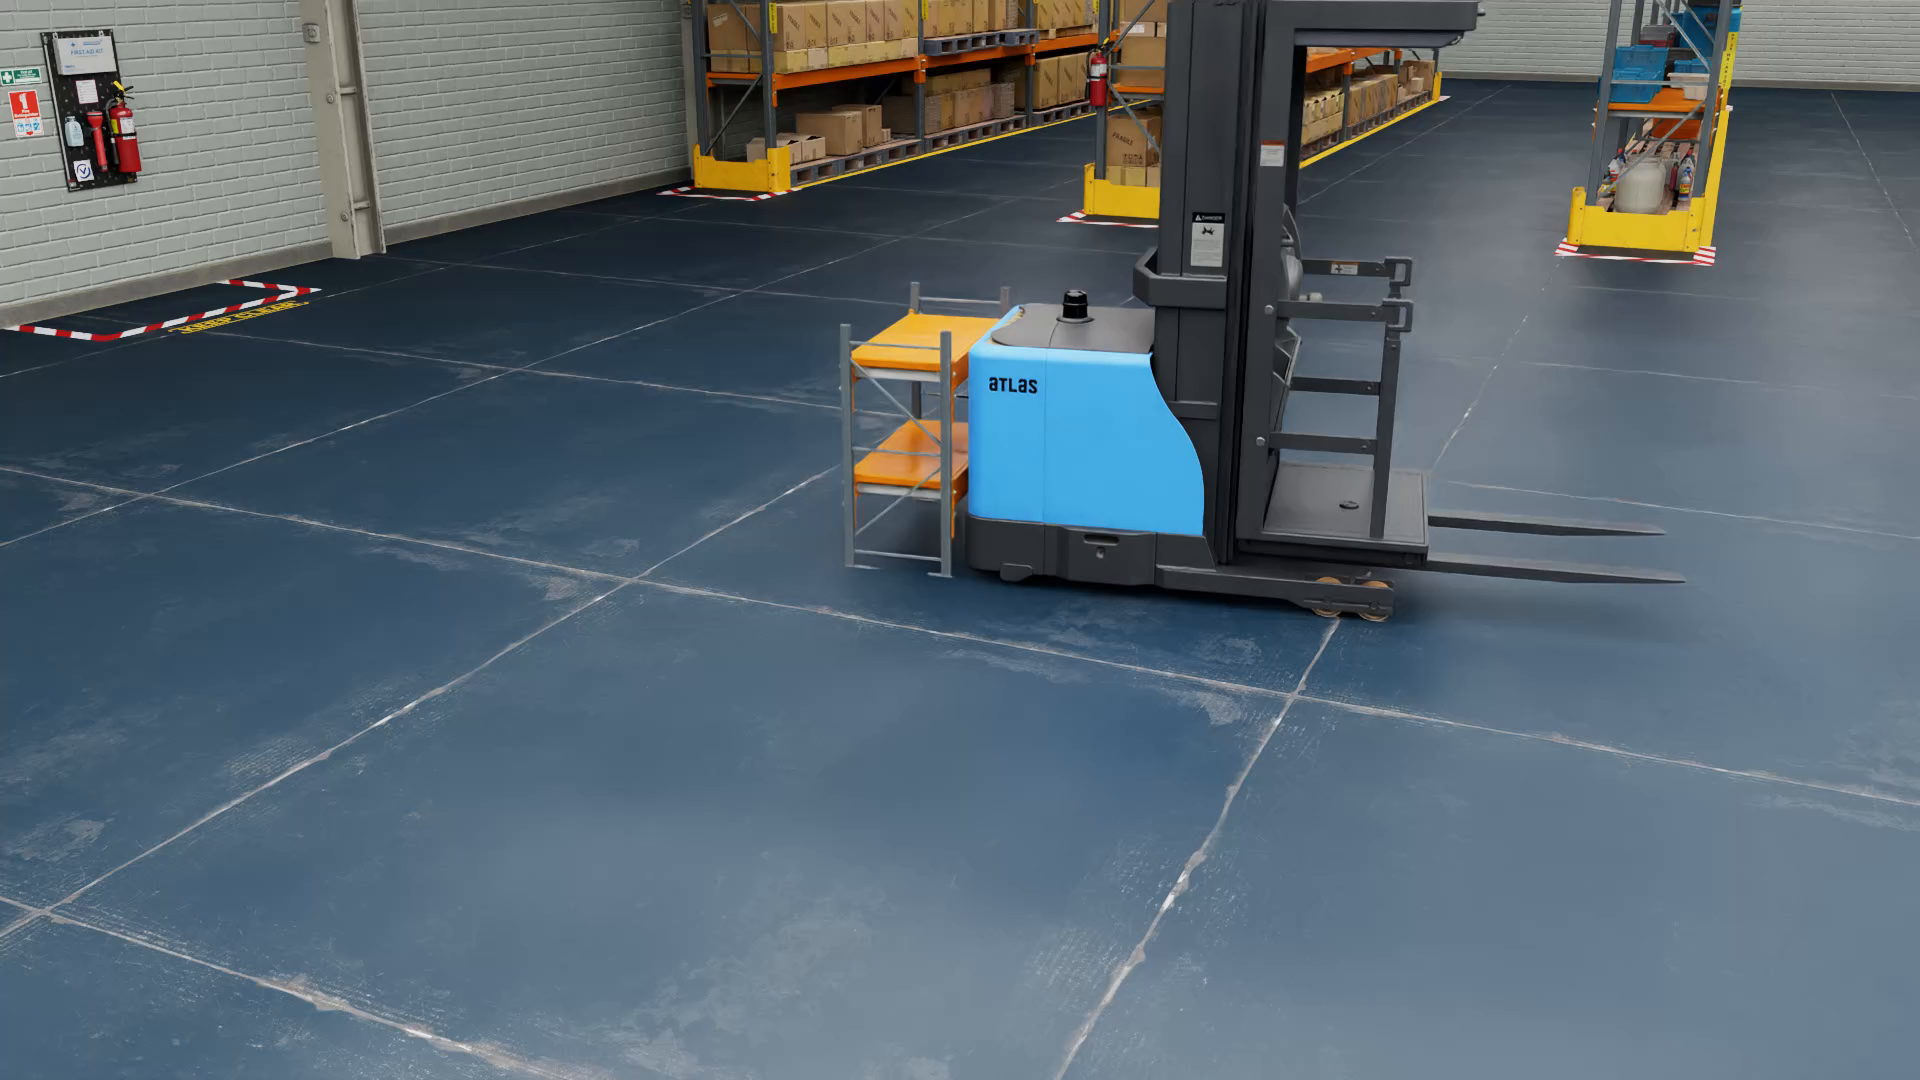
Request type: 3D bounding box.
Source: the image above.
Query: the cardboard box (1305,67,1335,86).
[{"bbox_3d":[5.378,-7.043,25.251,0.500,0.250,0.500,9,22,25],"label":"cardboard box"}]

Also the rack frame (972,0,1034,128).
[{"bbox_3d":[0.669,-8.003,25.995,1.000,3.000,0.127,9,21,23],"label":"rack frame"}]

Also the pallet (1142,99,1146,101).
[{"bbox_3d":[3.188,-8.508,31.577,1.003,0.211,1.213,9,21,23],"label":"pallet"}]

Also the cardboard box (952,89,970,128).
[{"bbox_3d":[-0.271,-6.352,24.428,0.700,0.500,0.500,9,21,23],"label":"cardboard box"}]

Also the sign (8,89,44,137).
[{"bbox_3d":[-6.934,-3.168,12.346,0.001,0.329,0.234,9,21,23],"label":"sign"}]

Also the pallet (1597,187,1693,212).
[{"bbox_3d":[7.258,-3.533,17.588,1.003,0.211,1.213,9,21,23],"label":"pallet"}]

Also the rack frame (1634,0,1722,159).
[{"bbox_3d":[9.707,-6.644,22.173,1.000,3.000,0.127,9,21,23],"label":"rack frame"}]

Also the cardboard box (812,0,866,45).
[{"bbox_3d":[-1.508,-6.420,20.620,0.500,0.500,0.500,9,22,24],"label":"cardboard box"}]

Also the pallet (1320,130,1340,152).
[{"bbox_3d":[4.817,-5.764,23.862,1.003,0.211,1.213,9,21,23],"label":"pallet"}]

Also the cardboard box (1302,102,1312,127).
[{"bbox_3d":[4.369,-5.671,22.078,0.500,0.311,0.500,8,21,21],"label":"cardboard box"}]

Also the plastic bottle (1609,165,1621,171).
[{"bbox_3d":[6.968,-3.859,17.752,0.152,0.276,0.135,8,21,21],"label":"plastic bottle"}]

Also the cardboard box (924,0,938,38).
[{"bbox_3d":[-0.729,-7.185,22.891,0.700,0.500,0.500,9,21,23],"label":"cardboard box"}]

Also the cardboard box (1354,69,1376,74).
[{"bbox_3d":[6.802,-7.790,28.470,0.500,0.500,0.500,9,21,23],"label":"cardboard box"}]

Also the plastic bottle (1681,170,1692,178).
[{"bbox_3d":[7.598,-3.736,17.413,0.097,0.271,0.097,0,20,0],"label":"plastic bottle"}]

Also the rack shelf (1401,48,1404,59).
[{"bbox_3d":[7.647,-8.820,29.365,1.077,0.370,4.000,9,21,23],"label":"rack shelf"}]

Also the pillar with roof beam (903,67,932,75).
[{"bbox_3d":[3.275,-9.960,22.546,9.100,9.000,0.400,9,21,23],"label":"pillar with roof beam"}]

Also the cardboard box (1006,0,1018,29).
[{"bbox_3d":[0.486,-8.112,25.497,0.700,0.500,0.500,6,20,16],"label":"cardboard box"}]

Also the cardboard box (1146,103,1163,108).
[{"bbox_3d":[2.464,-4.800,19.346,0.500,0.500,0.500,9,21,23],"label":"cardboard box"}]

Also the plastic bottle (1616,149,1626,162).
[{"bbox_3d":[7.360,-4.190,18.571,0.144,0.351,0.185,9,22,24],"label":"plastic bottle"}]

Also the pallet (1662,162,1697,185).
[{"bbox_3d":[8.356,-4.352,19.892,1.003,0.211,1.213,9,21,23],"label":"pallet"}]

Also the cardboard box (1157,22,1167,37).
[{"bbox_3d":[2.271,-5.322,17.340,0.380,0.149,0.250,8,21,22],"label":"cardboard box"}]

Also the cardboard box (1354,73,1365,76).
[{"bbox_3d":[6.407,-7.462,27.549,0.500,0.500,0.500,8,21,20],"label":"cardboard box"}]

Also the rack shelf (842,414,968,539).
[{"bbox_3d":[-0.140,-0.320,7.920,0.538,0.278,1.000,6,20,15],"label":"rack shelf"}]

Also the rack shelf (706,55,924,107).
[{"bbox_3d":[-1.788,-5.830,20.959,1.077,0.370,4.000,9,21,23],"label":"rack shelf"}]

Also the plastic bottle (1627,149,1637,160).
[{"bbox_3d":[7.492,-4.170,18.516,0.144,0.351,0.185,9,21,23],"label":"plastic bottle"}]

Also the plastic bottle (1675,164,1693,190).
[{"bbox_3d":[7.788,-3.902,17.872,0.152,0.276,0.135,9,21,24],"label":"plastic bottle"}]

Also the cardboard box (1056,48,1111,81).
[{"bbox_3d":[2.159,-8.194,29.115,0.750,0.750,0.750,9,21,23],"label":"cardboard box"}]

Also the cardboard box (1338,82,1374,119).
[{"bbox_3d":[6.056,-6.767,25.595,0.500,0.500,0.500,8,21,22],"label":"cardboard box"}]

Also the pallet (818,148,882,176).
[{"bbox_3d":[-1.710,-4.882,21.381,1.003,0.211,1.213,9,21,23],"label":"pallet"}]

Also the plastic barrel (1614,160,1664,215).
[{"bbox_3d":[6.631,-3.435,16.238,0.421,0.512,0.421,0,20,0],"label":"plastic barrel"}]

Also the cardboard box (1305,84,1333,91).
[{"bbox_3d":[5.359,-6.672,25.327,0.500,0.500,0.500,9,22,25],"label":"cardboard box"}]

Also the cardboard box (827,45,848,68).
[{"bbox_3d":[-1.704,-5.917,20.325,0.500,0.250,0.500,8,21,22],"label":"cardboard box"}]

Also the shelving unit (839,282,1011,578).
[{"bbox_3d":[-0.140,-0.551,7.838,0.538,1.125,1.048,6,20,15],"label":"shelving unit"}]

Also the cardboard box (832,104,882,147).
[{"bbox_3d":[-1.358,-5.487,21.995,0.500,0.500,0.500,7,21,19],"label":"cardboard box"}]

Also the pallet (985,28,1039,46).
[{"bbox_3d":[0.474,-7.680,25.374,1.213,0.211,1.003,9,21,23],"label":"pallet"}]

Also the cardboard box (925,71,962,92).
[{"bbox_3d":[-0.296,-6.685,24.244,0.500,0.250,0.500,8,21,21],"label":"cardboard box"}]

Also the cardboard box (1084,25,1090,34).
[{"bbox_3d":[1.983,-8.667,28.207,0.380,0.149,0.250,9,21,23],"label":"cardboard box"}]

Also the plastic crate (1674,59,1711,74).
[{"bbox_3d":[7.864,-4.975,17.704,0.499,0.251,0.616,9,21,23],"label":"plastic crate"}]

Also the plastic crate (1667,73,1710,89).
[{"bbox_3d":[7.635,-4.765,17.285,0.530,0.136,0.437,9,21,23],"label":"plastic crate"}]

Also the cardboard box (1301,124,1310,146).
[{"bbox_3d":[4.363,-5.408,22.176,0.500,0.250,0.500,8,21,21],"label":"cardboard box"}]

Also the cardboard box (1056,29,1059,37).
[{"bbox_3d":[1.401,-8.283,27.127,0.380,0.149,0.250,9,21,24],"label":"cardboard box"}]

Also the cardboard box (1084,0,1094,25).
[{"bbox_3d":[1.935,-8.937,27.999,0.500,0.500,0.500,9,21,23],"label":"cardboard box"}]

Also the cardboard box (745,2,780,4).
[{"bbox_3d":[-2.393,-6.175,19.931,0.500,0.500,0.500,9,21,23],"label":"cardboard box"}]

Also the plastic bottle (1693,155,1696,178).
[{"bbox_3d":[8.173,-4.156,18.575,0.061,0.283,0.133,10,22,25],"label":"plastic bottle"}]

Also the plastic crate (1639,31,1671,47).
[{"bbox_3d":[7.988,-5.641,19.258,0.402,0.464,0.583,9,21,23],"label":"plastic crate"}]

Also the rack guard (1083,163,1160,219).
[{"bbox_3d":[1.904,-3.694,17.609,1.175,0.500,0.348,9,21,23],"label":"rack guard"}]

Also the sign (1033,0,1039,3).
[{"bbox_3d":[1.168,-8.440,25.613,0.100,0.325,0.005,9,21,23],"label":"sign"}]

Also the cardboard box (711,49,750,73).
[{"bbox_3d":[-2.592,-5.666,19.617,0.500,0.250,0.500,9,21,23],"label":"cardboard box"}]

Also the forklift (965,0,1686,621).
[{"bbox_3d":[1.597,-1.235,7.067,3.031,2.935,1.130,5,20,13],"label":"forklift"}]

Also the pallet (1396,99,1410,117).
[{"bbox_3d":[7.110,-7.443,28.583,1.003,0.211,1.213,9,21,23],"label":"pallet"}]
